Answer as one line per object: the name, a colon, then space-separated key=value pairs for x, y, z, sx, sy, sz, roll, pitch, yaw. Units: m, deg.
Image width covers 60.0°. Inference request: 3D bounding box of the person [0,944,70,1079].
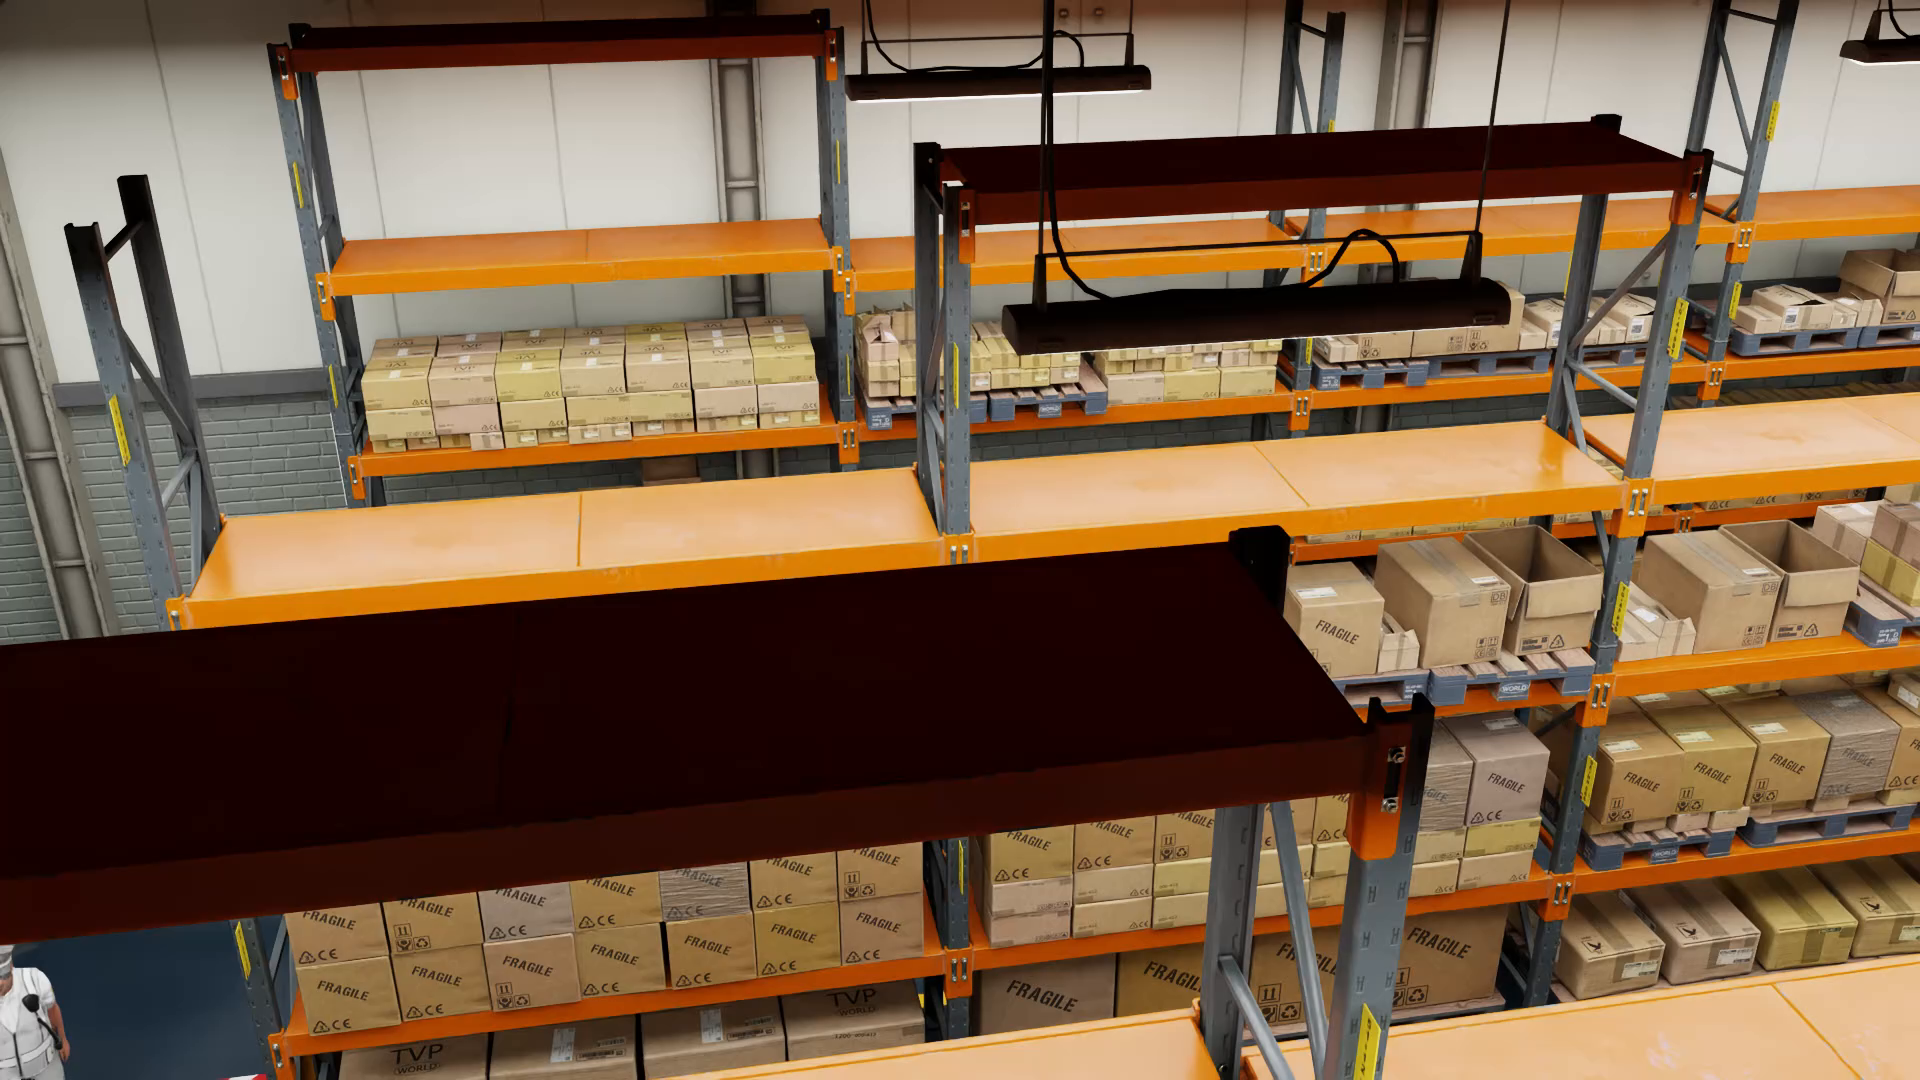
person: x=-5.609 y=3.107 z=9.897 sx=0.567 sy=1.727 sz=1.024 roll=-16 pitch=30 yaw=-30
